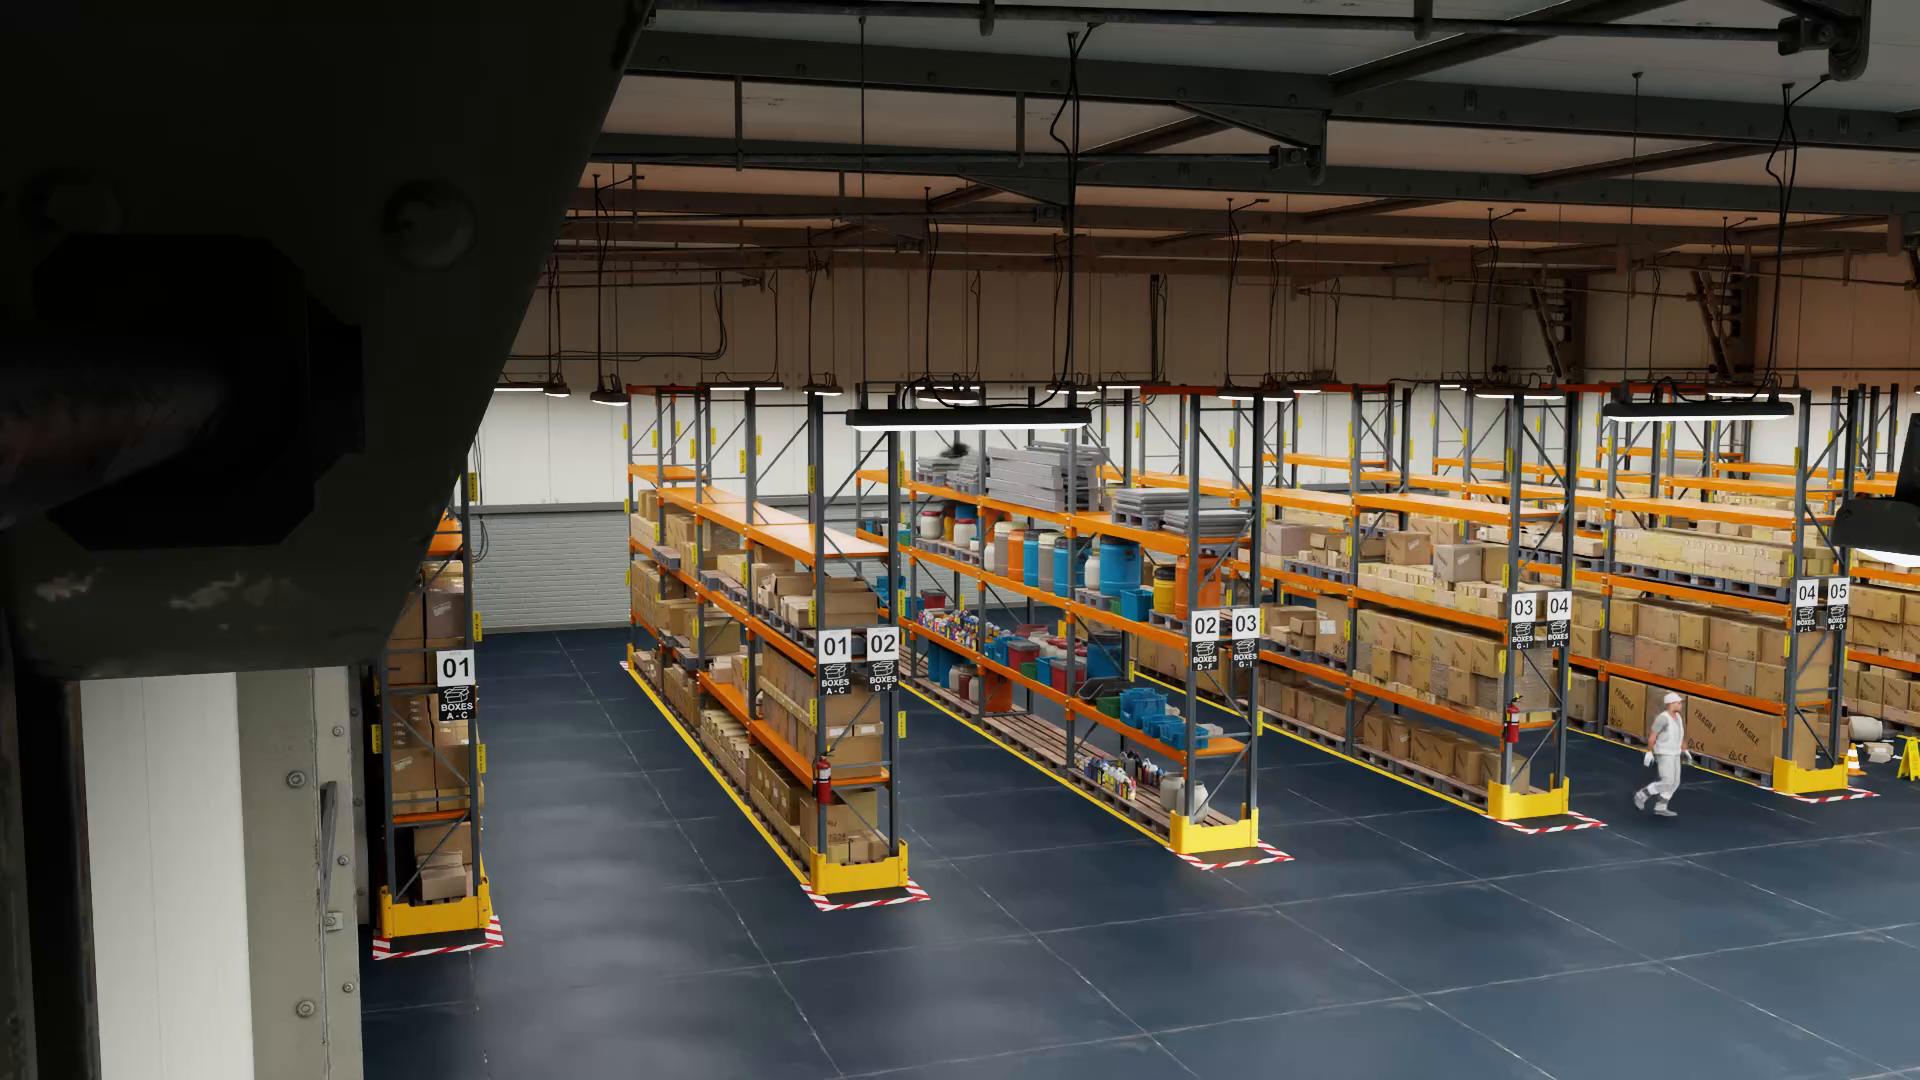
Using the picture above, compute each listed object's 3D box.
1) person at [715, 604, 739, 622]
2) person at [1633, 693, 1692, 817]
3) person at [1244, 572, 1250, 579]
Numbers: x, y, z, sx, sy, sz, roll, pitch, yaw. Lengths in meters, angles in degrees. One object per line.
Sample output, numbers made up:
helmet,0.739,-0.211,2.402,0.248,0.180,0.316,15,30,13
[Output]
person,-4.984,1.838,35.537,0.566,1.723,0.842,-3,7,-25
person,9.926,3.031,23.495,0.762,1.751,0.590,-5,8,-40
person,7.277,1.243,40.966,1.011,1.781,0.768,-2,6,-22
